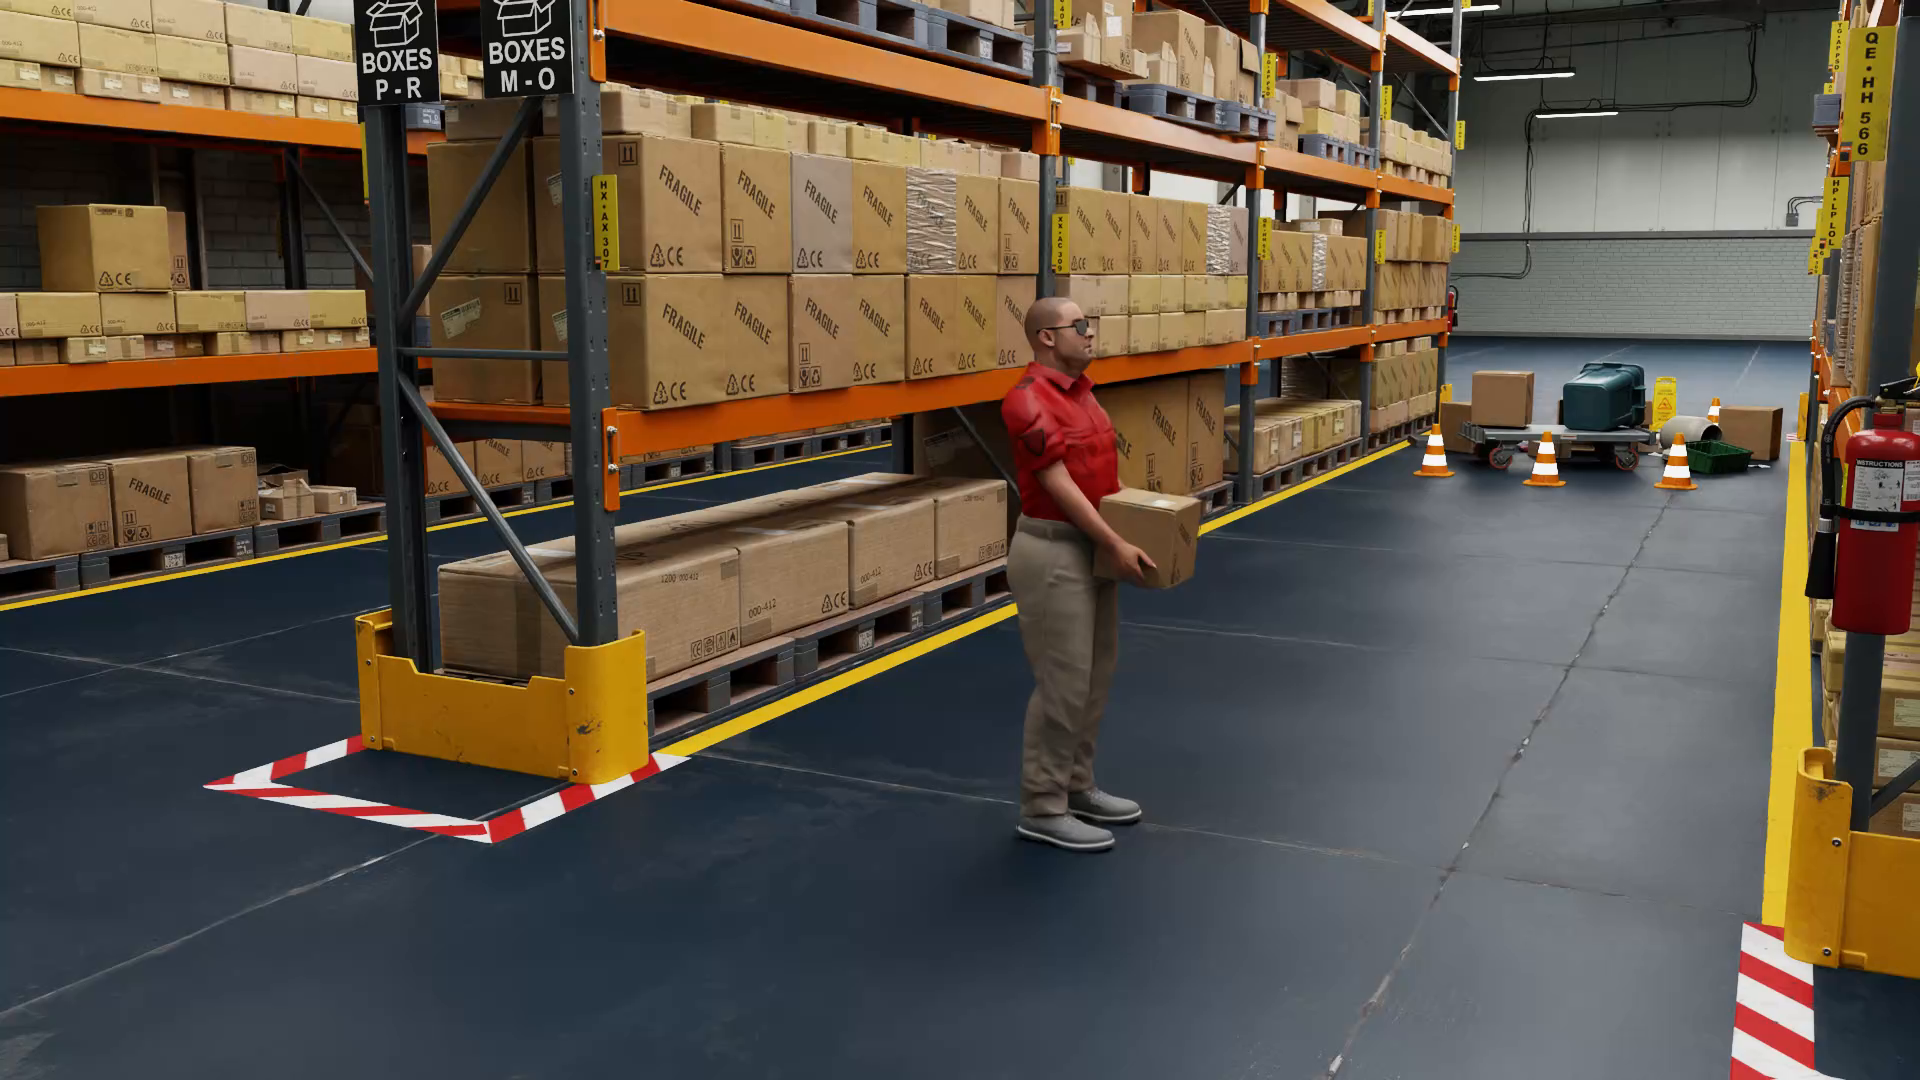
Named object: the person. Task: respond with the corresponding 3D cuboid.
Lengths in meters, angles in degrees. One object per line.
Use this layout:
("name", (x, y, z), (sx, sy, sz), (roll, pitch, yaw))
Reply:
("person", (0.431, 0.093, 5.329), (0.525, 1.725, 0.503), (4, 10, 26))
